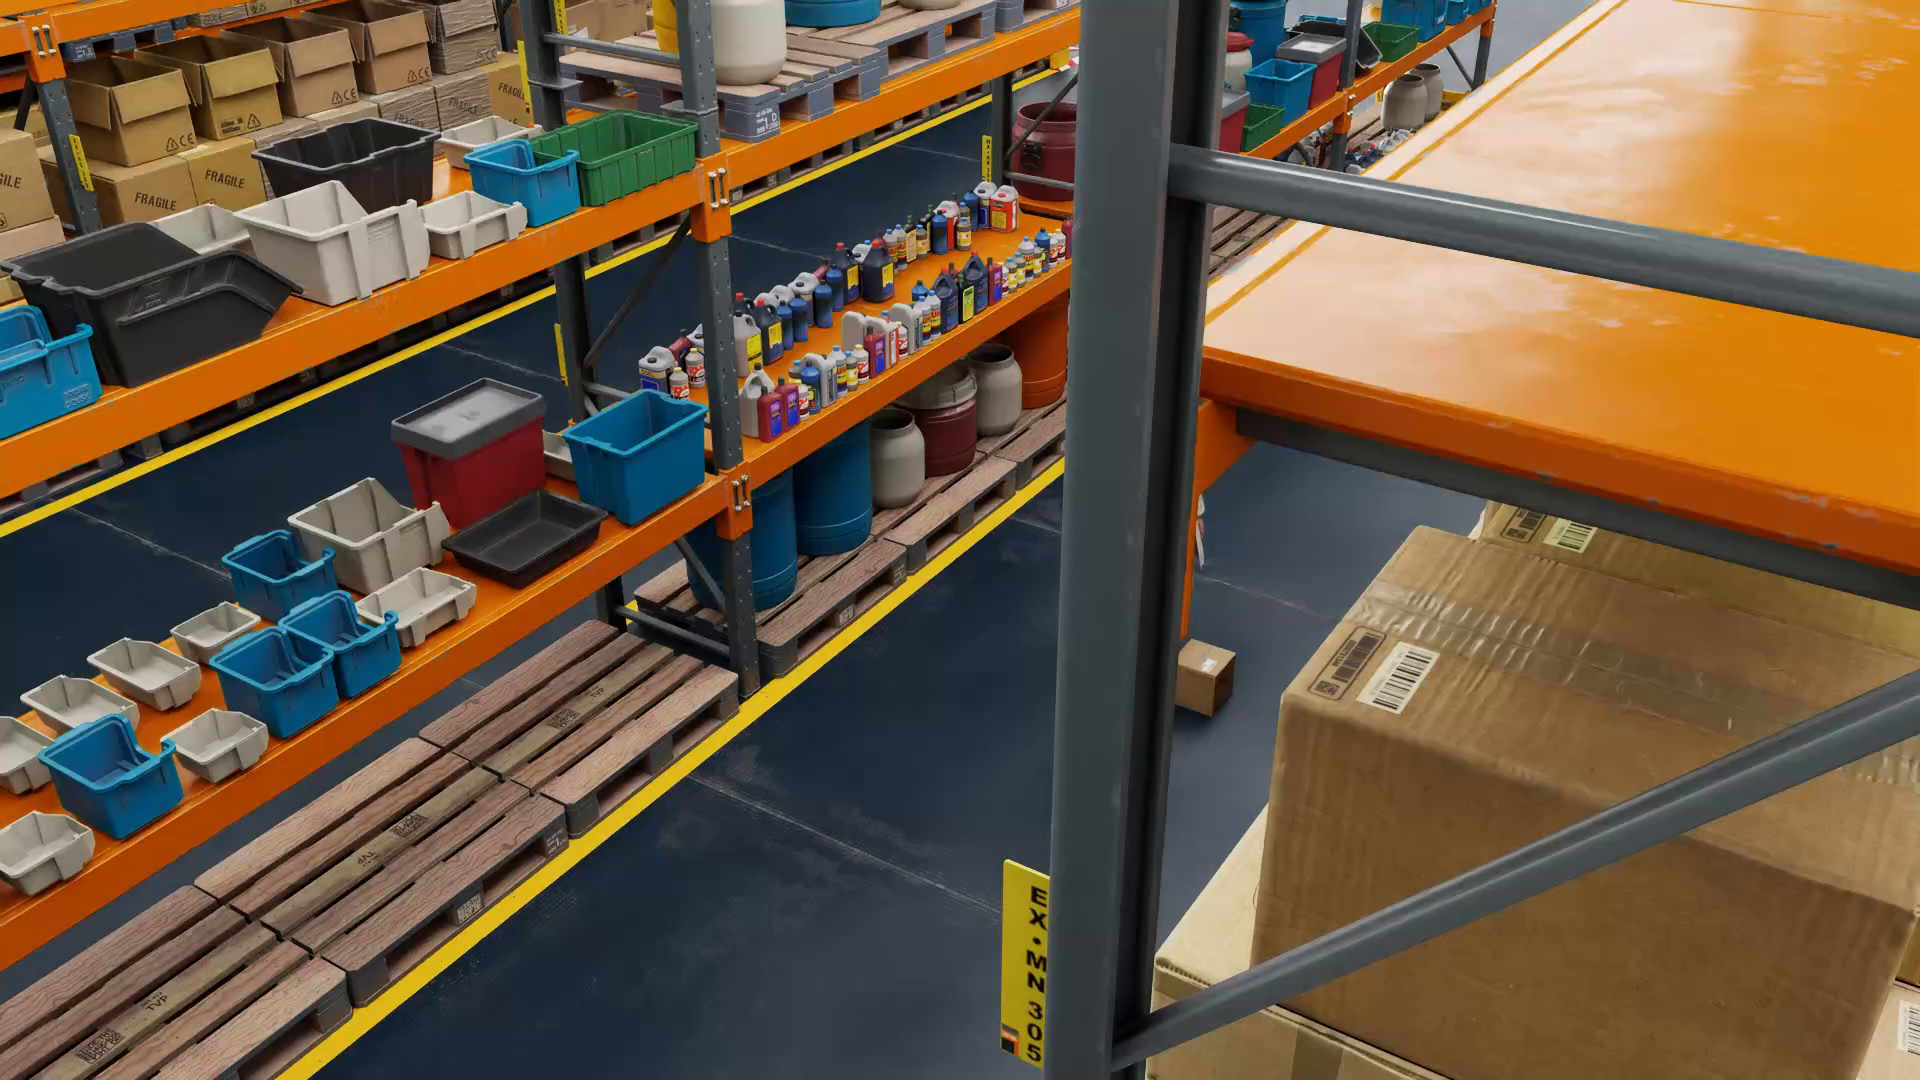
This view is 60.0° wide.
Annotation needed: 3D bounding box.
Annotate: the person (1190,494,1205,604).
[{"bbox_3d":[1.018,-0.021,8.181,0.421,1.774,0.642,18,34,27],"label":"person"}]
